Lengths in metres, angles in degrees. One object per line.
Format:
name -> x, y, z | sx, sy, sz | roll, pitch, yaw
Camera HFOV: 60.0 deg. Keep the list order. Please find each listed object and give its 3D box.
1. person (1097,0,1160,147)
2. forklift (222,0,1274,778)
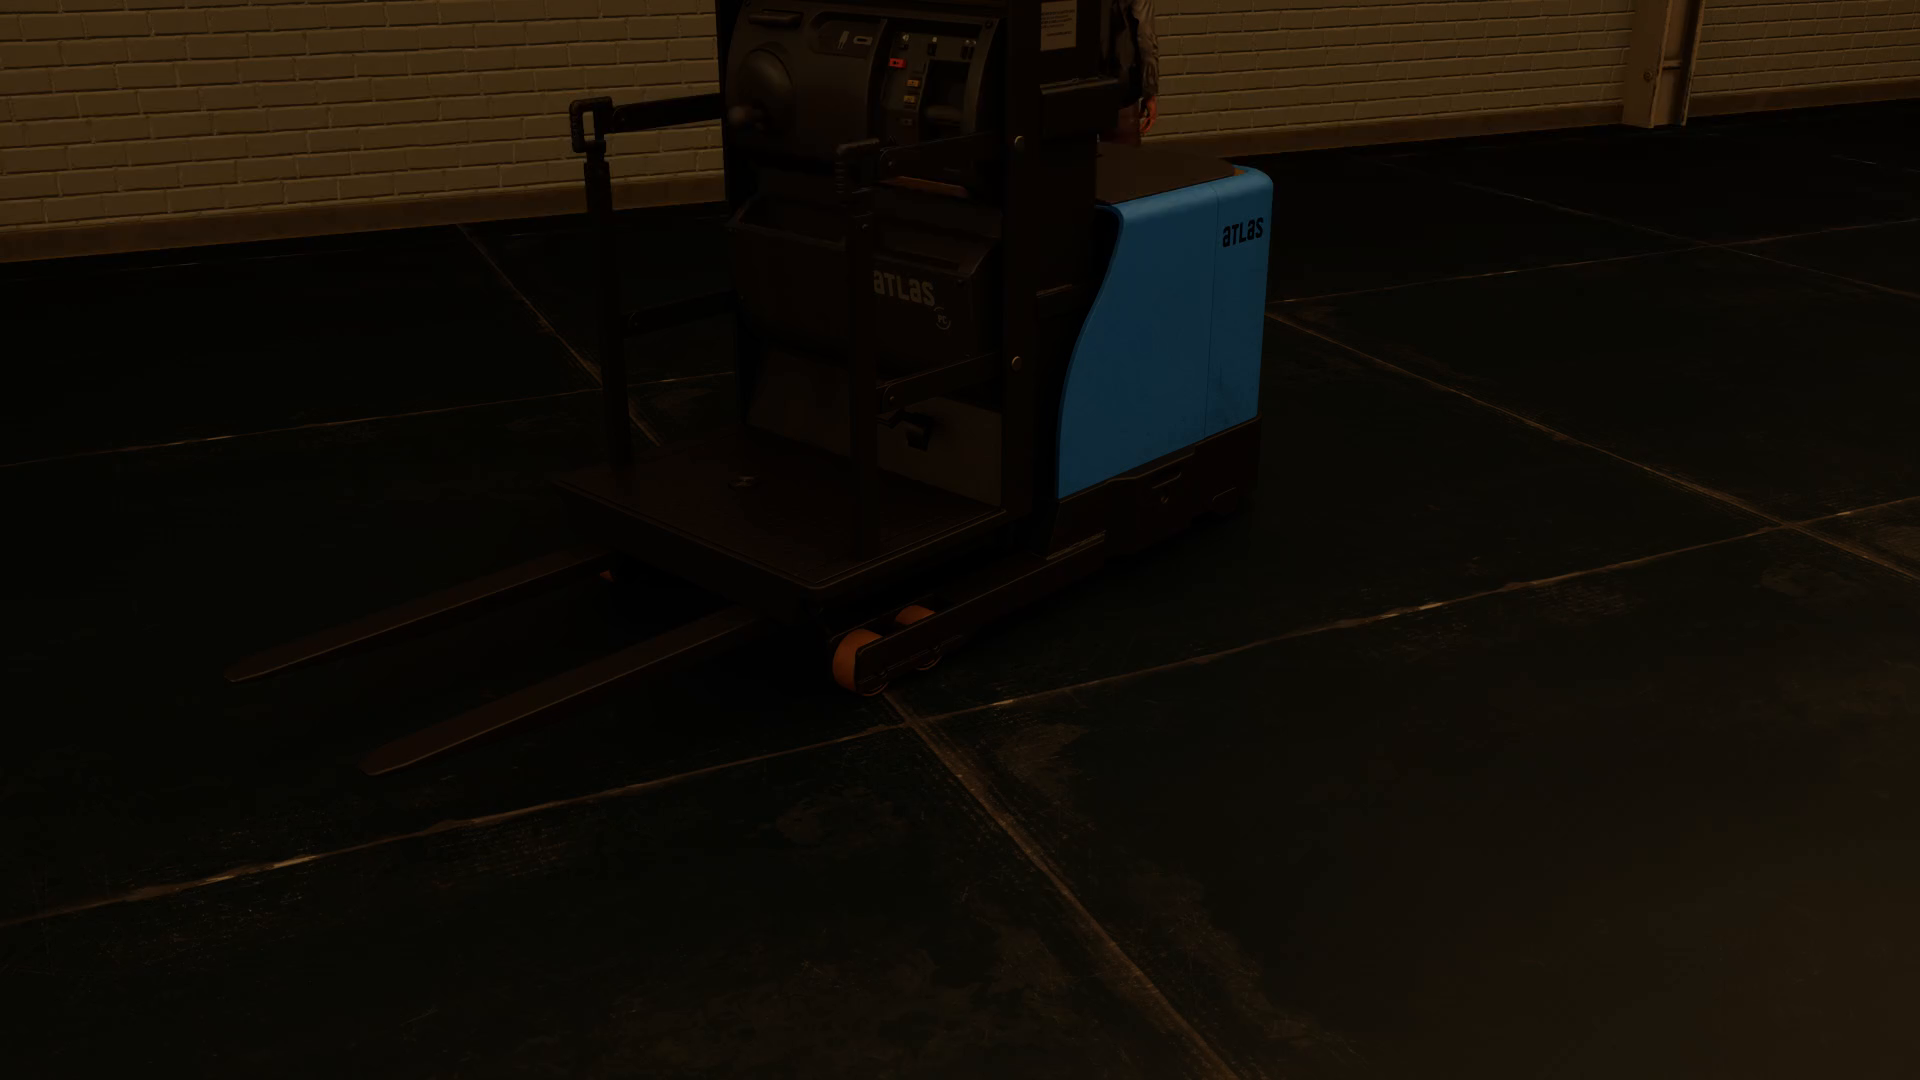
person -> 0.629, -2.021, 7.729 | 0.581, 1.721, 0.418 | 5, 23, 12
forklift -> -0.413, -1.182, 4.131 | 1.130, 2.935, 3.031 | 19, 29, 39
